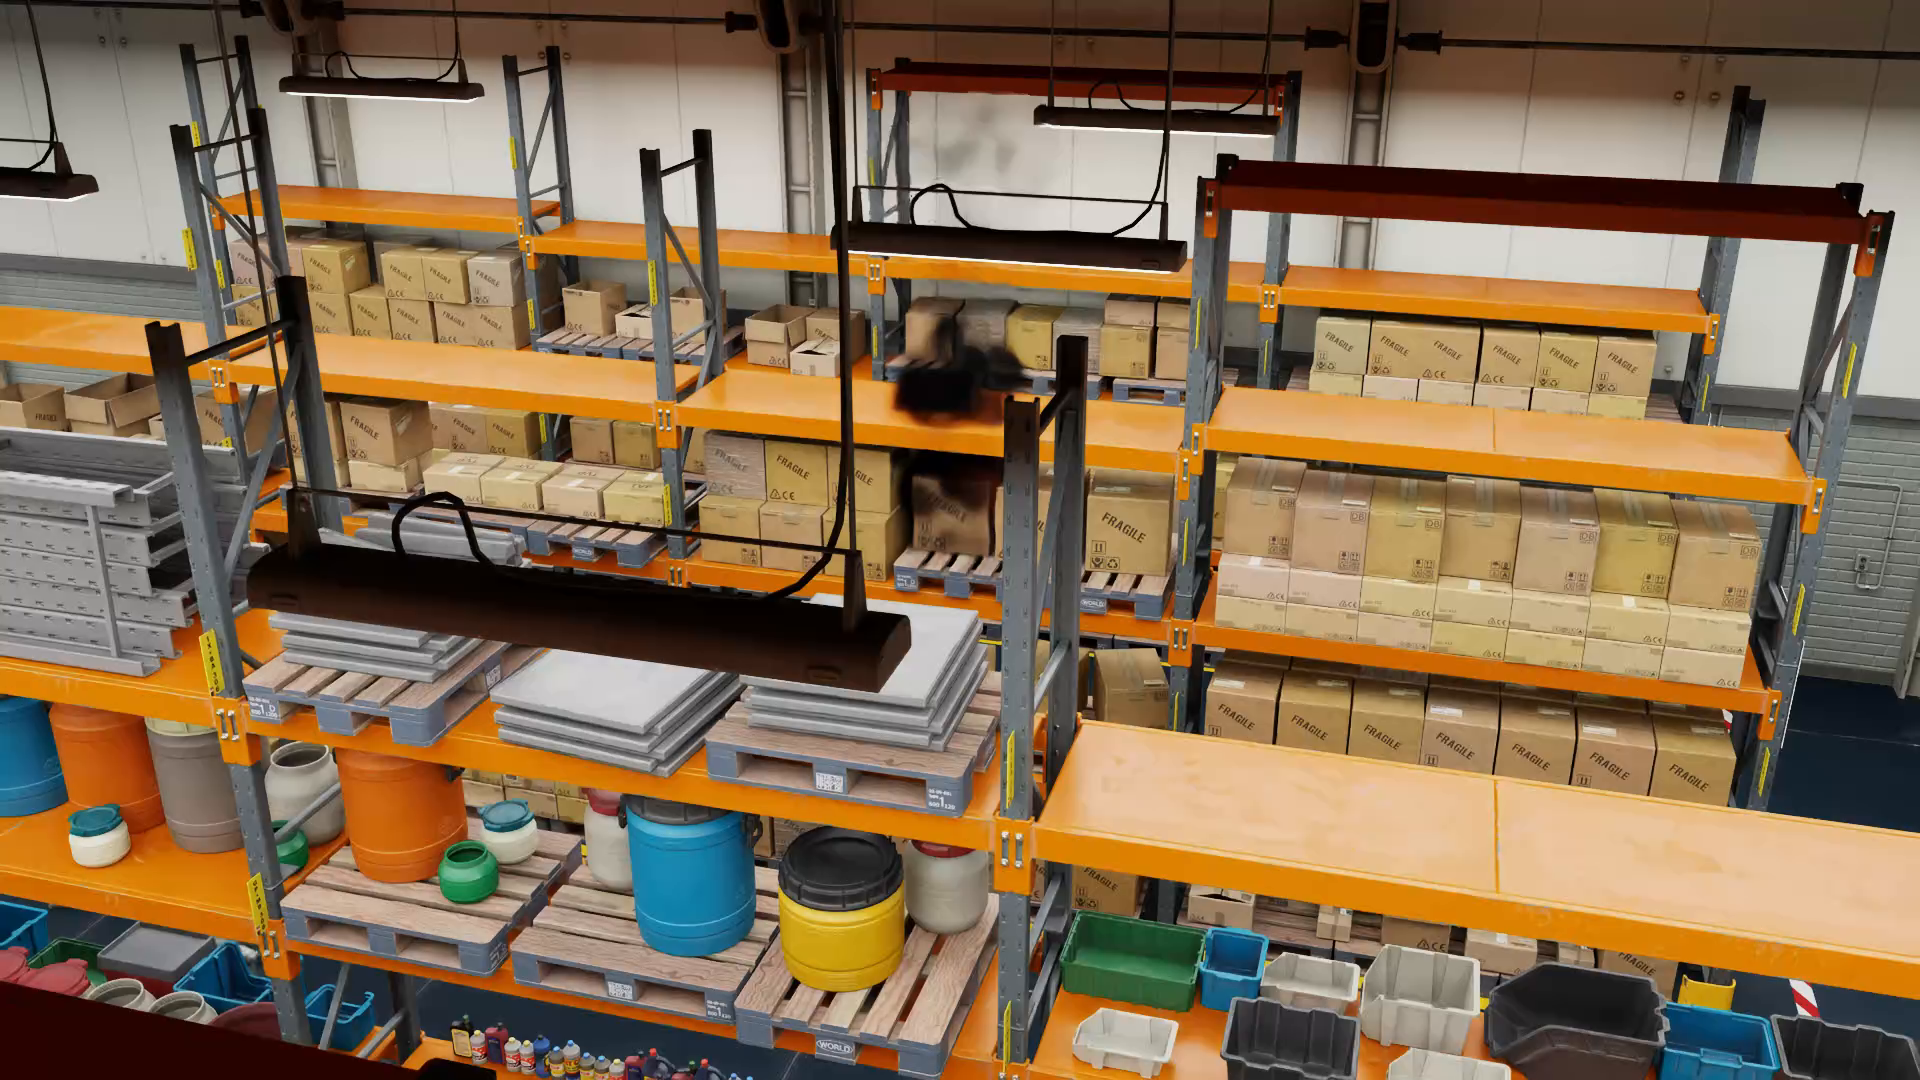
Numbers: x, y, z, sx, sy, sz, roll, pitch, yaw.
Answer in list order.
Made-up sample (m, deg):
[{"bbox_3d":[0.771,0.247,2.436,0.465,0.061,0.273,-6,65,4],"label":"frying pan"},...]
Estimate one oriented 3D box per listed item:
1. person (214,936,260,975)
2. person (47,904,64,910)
[{"bbox_3d":[-5.482,2.606,12.274,0.668,1.734,0.712,6,23,14],"label":"person"},{"bbox_3d":[-6.987,2.179,13.267,0.971,1.853,0.738,1,23,2],"label":"person"}]
